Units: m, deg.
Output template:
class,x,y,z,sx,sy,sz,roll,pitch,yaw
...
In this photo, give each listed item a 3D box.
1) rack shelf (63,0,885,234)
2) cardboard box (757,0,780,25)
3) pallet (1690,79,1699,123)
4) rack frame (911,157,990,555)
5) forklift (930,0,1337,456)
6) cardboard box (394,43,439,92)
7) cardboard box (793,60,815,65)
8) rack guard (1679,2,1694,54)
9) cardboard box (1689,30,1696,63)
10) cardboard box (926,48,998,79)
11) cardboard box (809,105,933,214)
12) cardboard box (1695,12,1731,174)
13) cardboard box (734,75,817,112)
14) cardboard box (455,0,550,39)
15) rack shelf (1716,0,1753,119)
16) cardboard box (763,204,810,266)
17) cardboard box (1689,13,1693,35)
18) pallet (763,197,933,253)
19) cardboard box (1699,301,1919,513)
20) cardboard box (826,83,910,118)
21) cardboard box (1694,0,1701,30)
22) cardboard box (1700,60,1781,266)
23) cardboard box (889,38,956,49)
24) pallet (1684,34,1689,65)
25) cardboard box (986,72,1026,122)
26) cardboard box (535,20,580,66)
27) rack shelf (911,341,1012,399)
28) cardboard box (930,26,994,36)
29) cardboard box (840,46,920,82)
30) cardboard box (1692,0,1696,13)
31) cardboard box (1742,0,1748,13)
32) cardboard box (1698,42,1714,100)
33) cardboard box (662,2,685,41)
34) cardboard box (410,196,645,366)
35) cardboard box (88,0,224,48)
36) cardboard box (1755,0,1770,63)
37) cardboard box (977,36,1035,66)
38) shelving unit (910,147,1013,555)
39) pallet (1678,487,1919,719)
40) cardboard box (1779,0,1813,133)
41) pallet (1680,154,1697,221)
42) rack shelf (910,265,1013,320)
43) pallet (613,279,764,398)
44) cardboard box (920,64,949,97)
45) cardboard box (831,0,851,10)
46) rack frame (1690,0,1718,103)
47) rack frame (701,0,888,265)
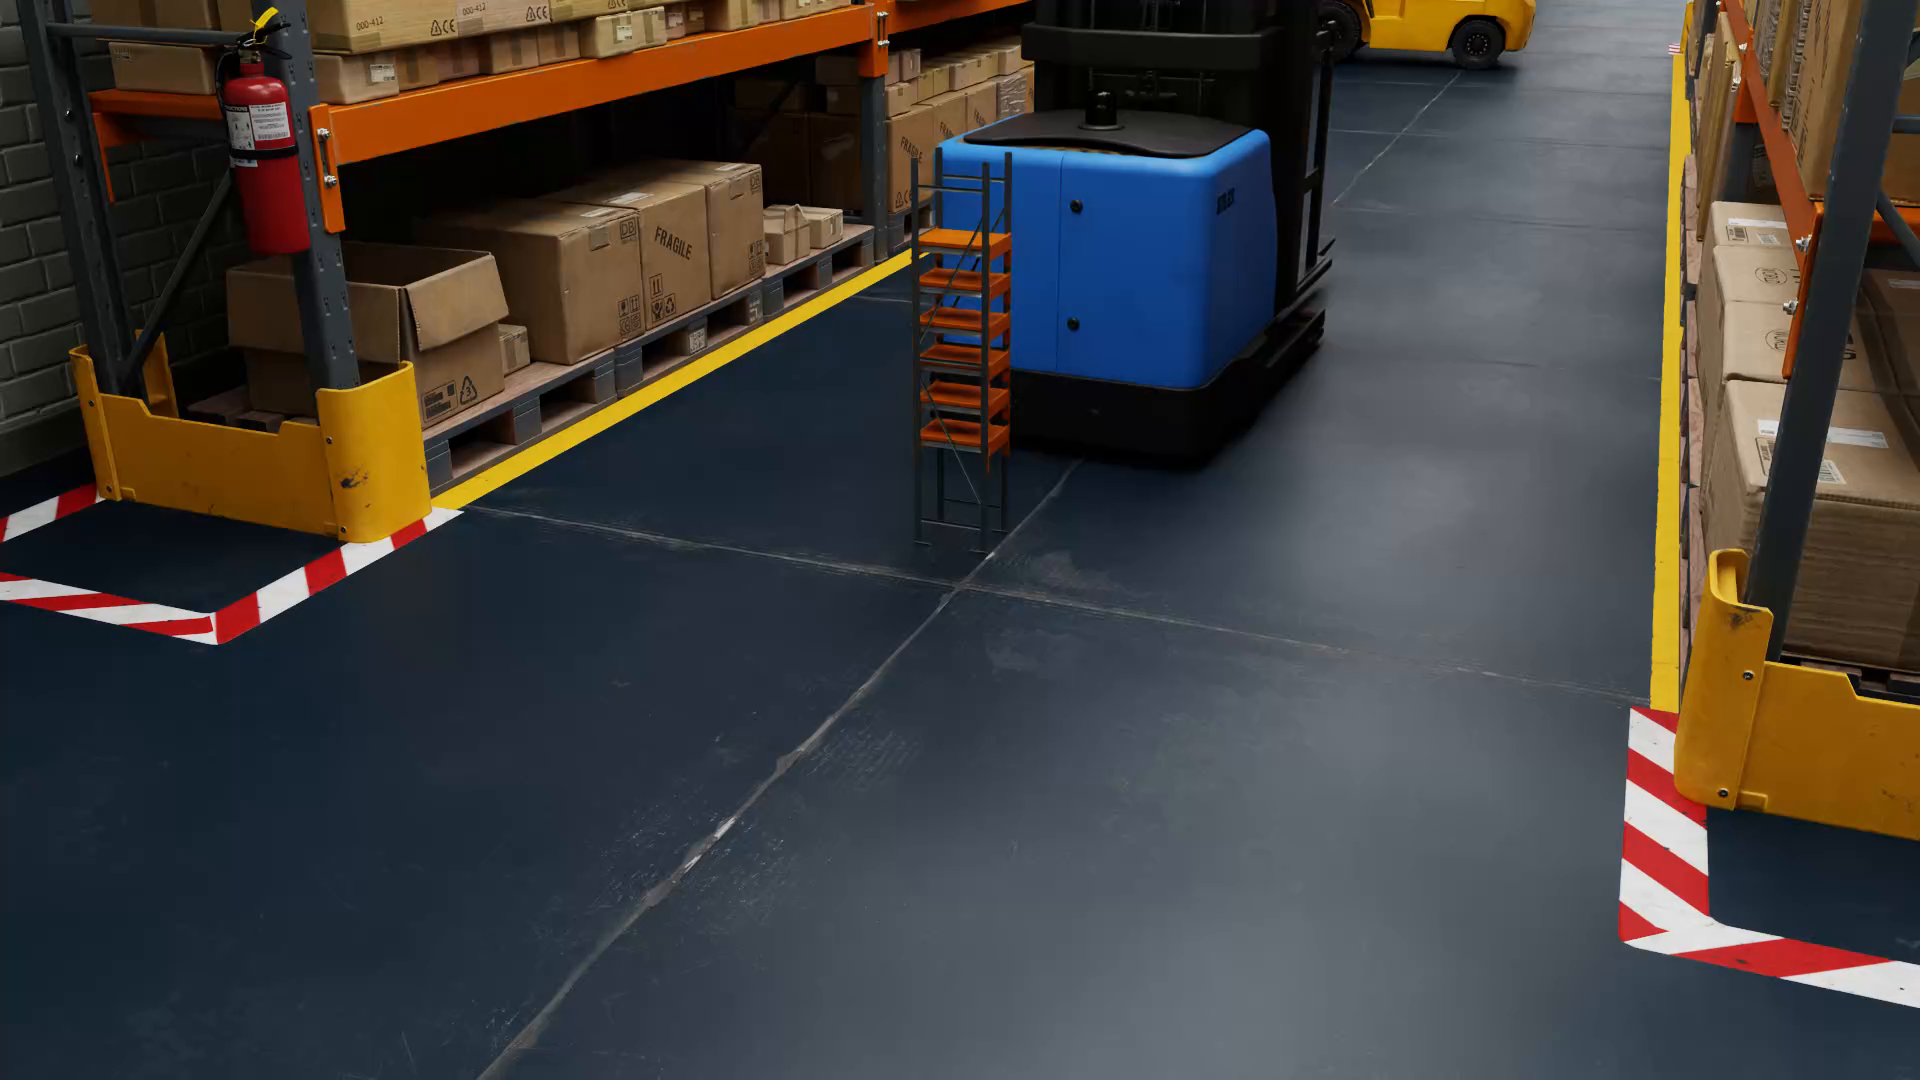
class,x,y,z,sx,sy,sz,roll,pitch,yaw
rack shelf,-1.610,-1.867,6.760,1.077,0.370,4.000,9,24,20
cardboard box,-1.024,-2.365,7.347,0.380,0.149,0.250,9,24,21
pallet,6.427,-3.502,13.361,1.003,0.211,1.213,9,24,20
rack frame,-0.029,-0.526,4.953,0.240,1.200,0.006,9,24,20
forklift,0.946,-2.179,6.664,1.130,2.935,3.031,10,25,22
cardboard box,-1.924,-1.543,5.378,0.380,0.149,0.250,9,24,21
cardboard box,-0.752,-2.705,9.692,0.380,0.149,0.250,8,24,17
rack guard,8.172,-5.319,17.334,1.175,0.500,0.348,9,24,20
cardboard box,6.873,-4.435,14.998,0.500,0.250,0.500,8,24,19
cardboard box,0.014,-2.921,10.209,0.380,0.149,0.250,9,24,20
cardboard box,-0.478,-2.096,9.073,0.500,0.500,0.500,10,25,22
cardboard box,4.895,-2.614,9.829,0.875,0.875,0.875,9,24,20
cardboard box,-0.998,-2.427,9.025,0.380,0.149,0.250,8,24,18
cardboard box,-1.747,-1.855,5.608,0.500,0.250,0.500,9,24,21
rack shelf,4.486,-2.589,8.489,1.077,0.370,4.000,9,24,20
cardboard box,-0.934,-1.477,7.897,0.396,0.266,0.258,10,25,22
cardboard box,7.644,-5.175,16.770,0.500,0.250,0.500,9,24,20
pallet,-0.600,-1.924,9.582,1.003,0.211,1.213,9,24,20
cardboard box,2.742,-0.364,5.010,0.875,0.438,0.875,9,24,21
cardboard box,-0.486,-2.344,8.827,0.380,0.149,0.250,10,25,23
cardboard box,7.061,-4.954,15.268,0.500,0.500,0.500,10,25,23
cardboard box,3.899,-1.652,7.524,0.875,0.875,0.875,10,25,22
cardboard box,-0.245,-3.167,10.798,0.380,0.149,0.250,8,24,19
pallet,7.838,-4.900,16.706,1.003,0.211,1.213,9,24,20
cardboard box,0.098,-2.650,10.401,0.500,0.500,0.500,8,24,18
cardboard box,-1.615,-1.819,6.040,0.380,0.149,0.250,9,24,21
rack shelf,0.005,-0.518,5.048,0.258,0.103,0.180,9,24,20
cardboard box,0.012,-3.452,11.480,0.380,0.149,0.250,10,25,22
cardboard box,-0.435,-2.581,9.009,0.380,0.149,0.250,8,24,17
cardboard box,7.636,-5.513,16.605,0.500,0.500,0.500,8,24,18
cardboard box,3.866,-2.514,7.573,0.500,0.250,0.500,8,24,19
cardboard box,6.258,-3.603,12.849,0.950,0.372,0.625,10,25,23
cardboard box,-1.340,-2.098,6.708,0.380,0.149,0.250,9,24,20
cardboard box,-1.684,-1.029,6.520,0.700,0.500,0.500,10,25,22
cardboard box,-2.428,-1.754,5.365,0.500,0.250,0.500,10,24,22
cardboard box,3.135,-1.941,5.876,0.500,0.500,0.500,9,24,20
cardboard box,0.319,-3.194,10.862,0.380,0.149,0.250,10,24,22
shelving unit,0.005,-0.559,5.031,0.258,1.200,0.189,9,24,20
pallet,2.482,0.216,4.460,1.003,0.211,1.213,9,24,20
cardboard box,2.573,-1.393,4.564,0.500,0.500,0.500,10,24,22
pallet,4.866,-2.078,9.952,1.003,0.211,1.213,9,24,20
rack shelf,0.005,-0.739,4.956,0.258,0.103,0.180,9,24,20
pallet,-1.574,-0.944,7.236,1.003,0.211,1.213,9,24,20
cardboard box,-0.281,-2.648,9.554,0.380,0.149,0.250,8,24,19
cardboard box,-0.751,-2.648,8.024,0.380,0.149,0.250,9,24,21
rack frame,6.715,-5.068,13.491,1.000,3.000,0.127,9,24,20
rack frame,-0.867,-2.914,8.335,1.000,3.000,0.127,9,24,20
